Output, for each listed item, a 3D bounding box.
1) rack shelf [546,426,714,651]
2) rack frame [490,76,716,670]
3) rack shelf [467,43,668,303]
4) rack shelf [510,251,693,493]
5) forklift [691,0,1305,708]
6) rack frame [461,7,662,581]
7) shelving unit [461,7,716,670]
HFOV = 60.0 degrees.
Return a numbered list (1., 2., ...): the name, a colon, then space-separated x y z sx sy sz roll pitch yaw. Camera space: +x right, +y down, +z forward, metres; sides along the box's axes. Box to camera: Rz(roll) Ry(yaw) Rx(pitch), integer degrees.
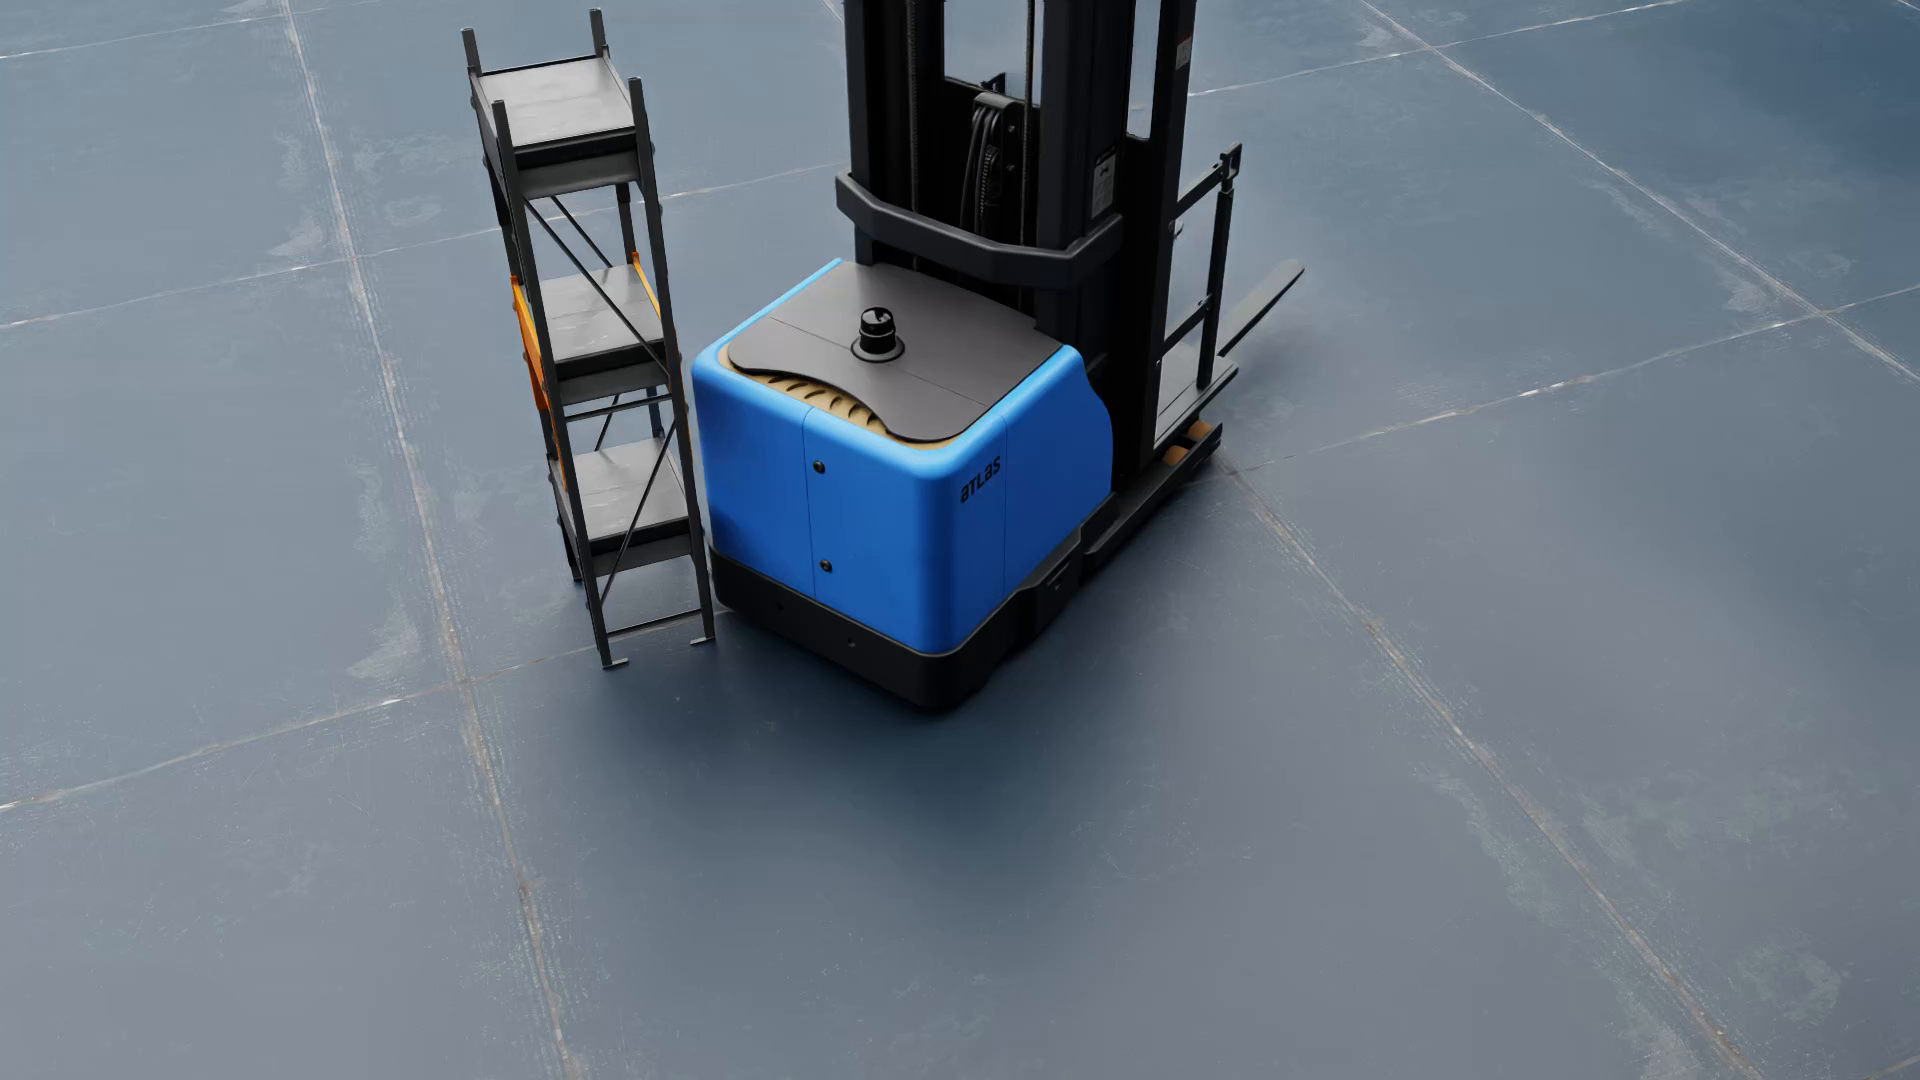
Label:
1. rack shelf: -1.137 -0.009 5.745 0.431 0.518 0.480 -15 43 -16
2. rack frame: -1.047 -0.402 5.108 0.400 2.100 0.015 -15 43 -16
3. rack shelf: -1.137 -1.070 4.832 0.431 0.518 0.480 -15 43 -16
4. rack shelf: -1.137 -0.540 5.288 0.431 0.518 0.480 -15 43 -16
5. forklift: 0.380 -1.477 5.720 1.130 2.935 3.031 24 46 26
6. rack frame: -1.228 -0.698 5.451 0.400 2.100 0.015 -15 43 -16
7. shelving unit: -1.137 -0.550 5.279 0.431 2.100 0.503 -15 43 -16
